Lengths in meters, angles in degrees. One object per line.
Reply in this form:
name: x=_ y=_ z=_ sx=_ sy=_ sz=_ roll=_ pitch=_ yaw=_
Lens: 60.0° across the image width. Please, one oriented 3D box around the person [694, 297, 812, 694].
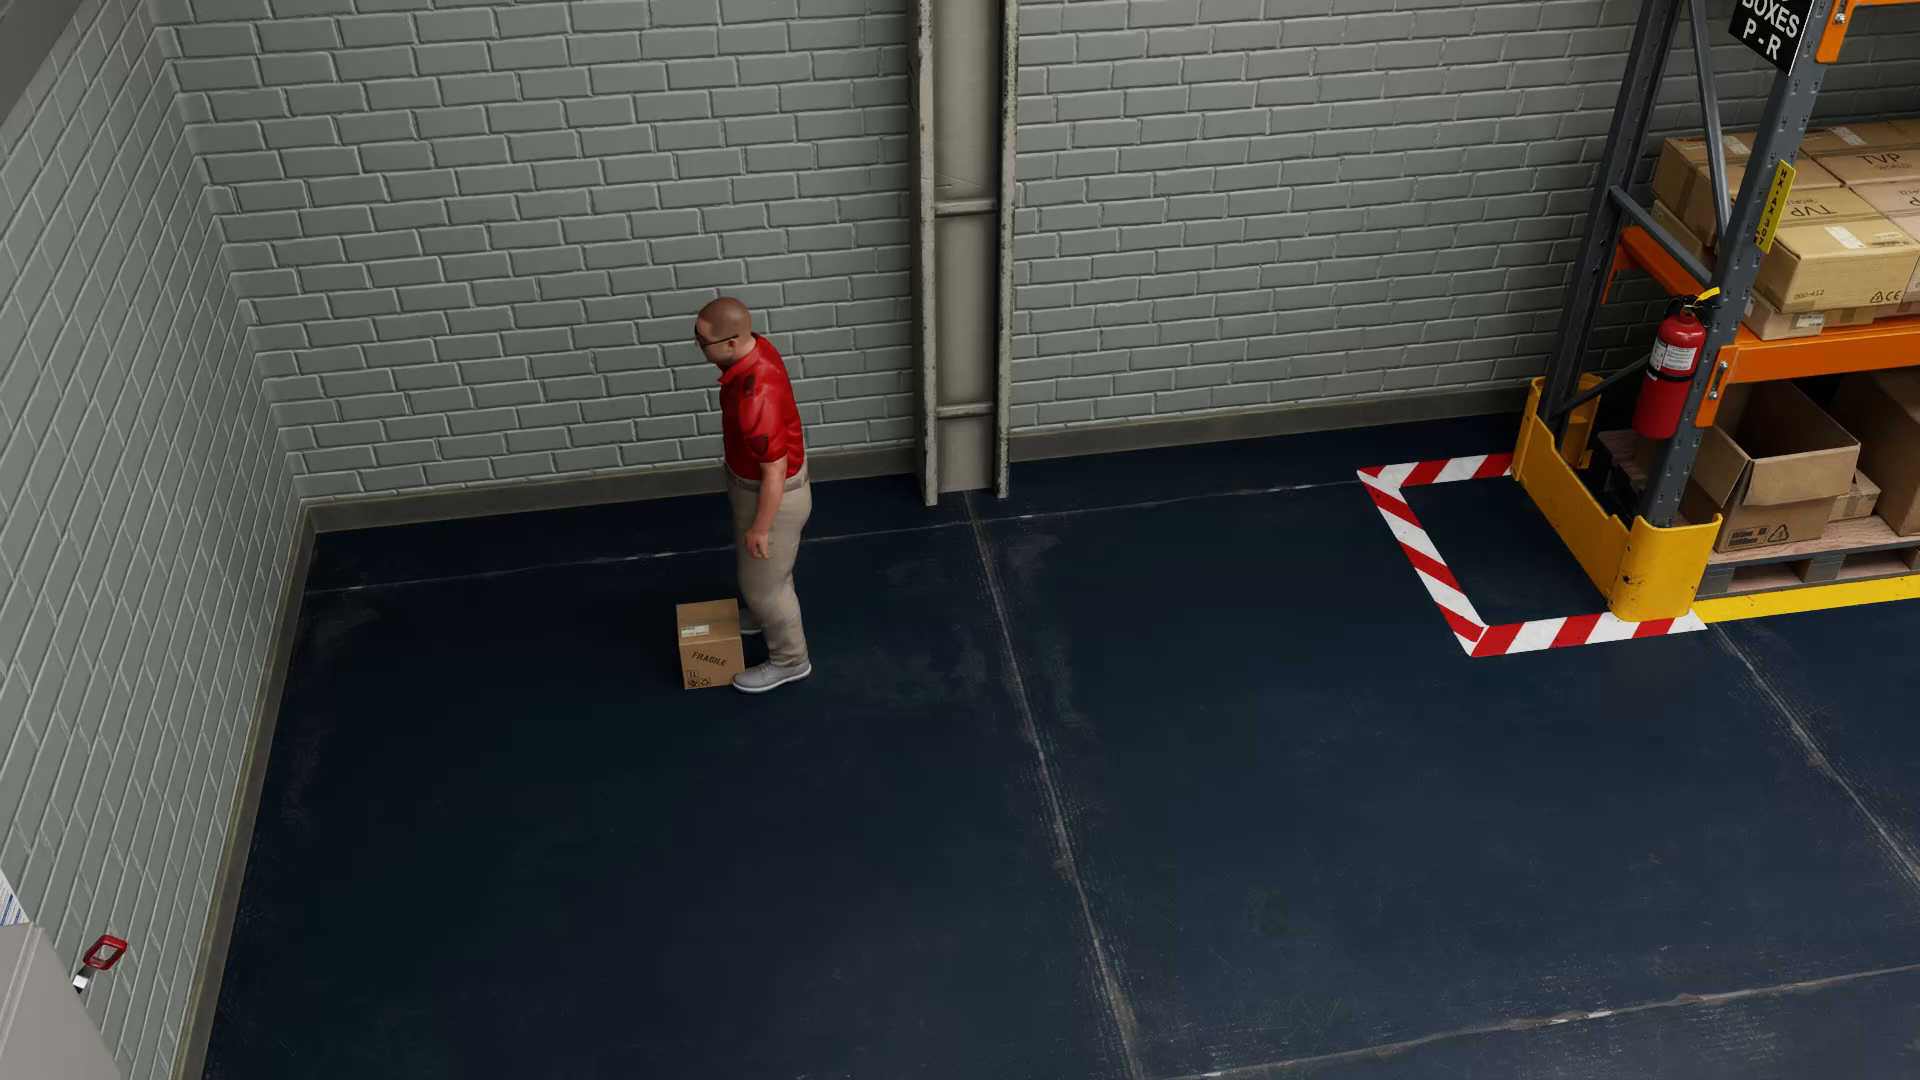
person: x=-0.773 y=-0.185 z=6.398 sx=0.389 sy=1.726 sz=0.588 roll=-7 pitch=39 yaw=-8
